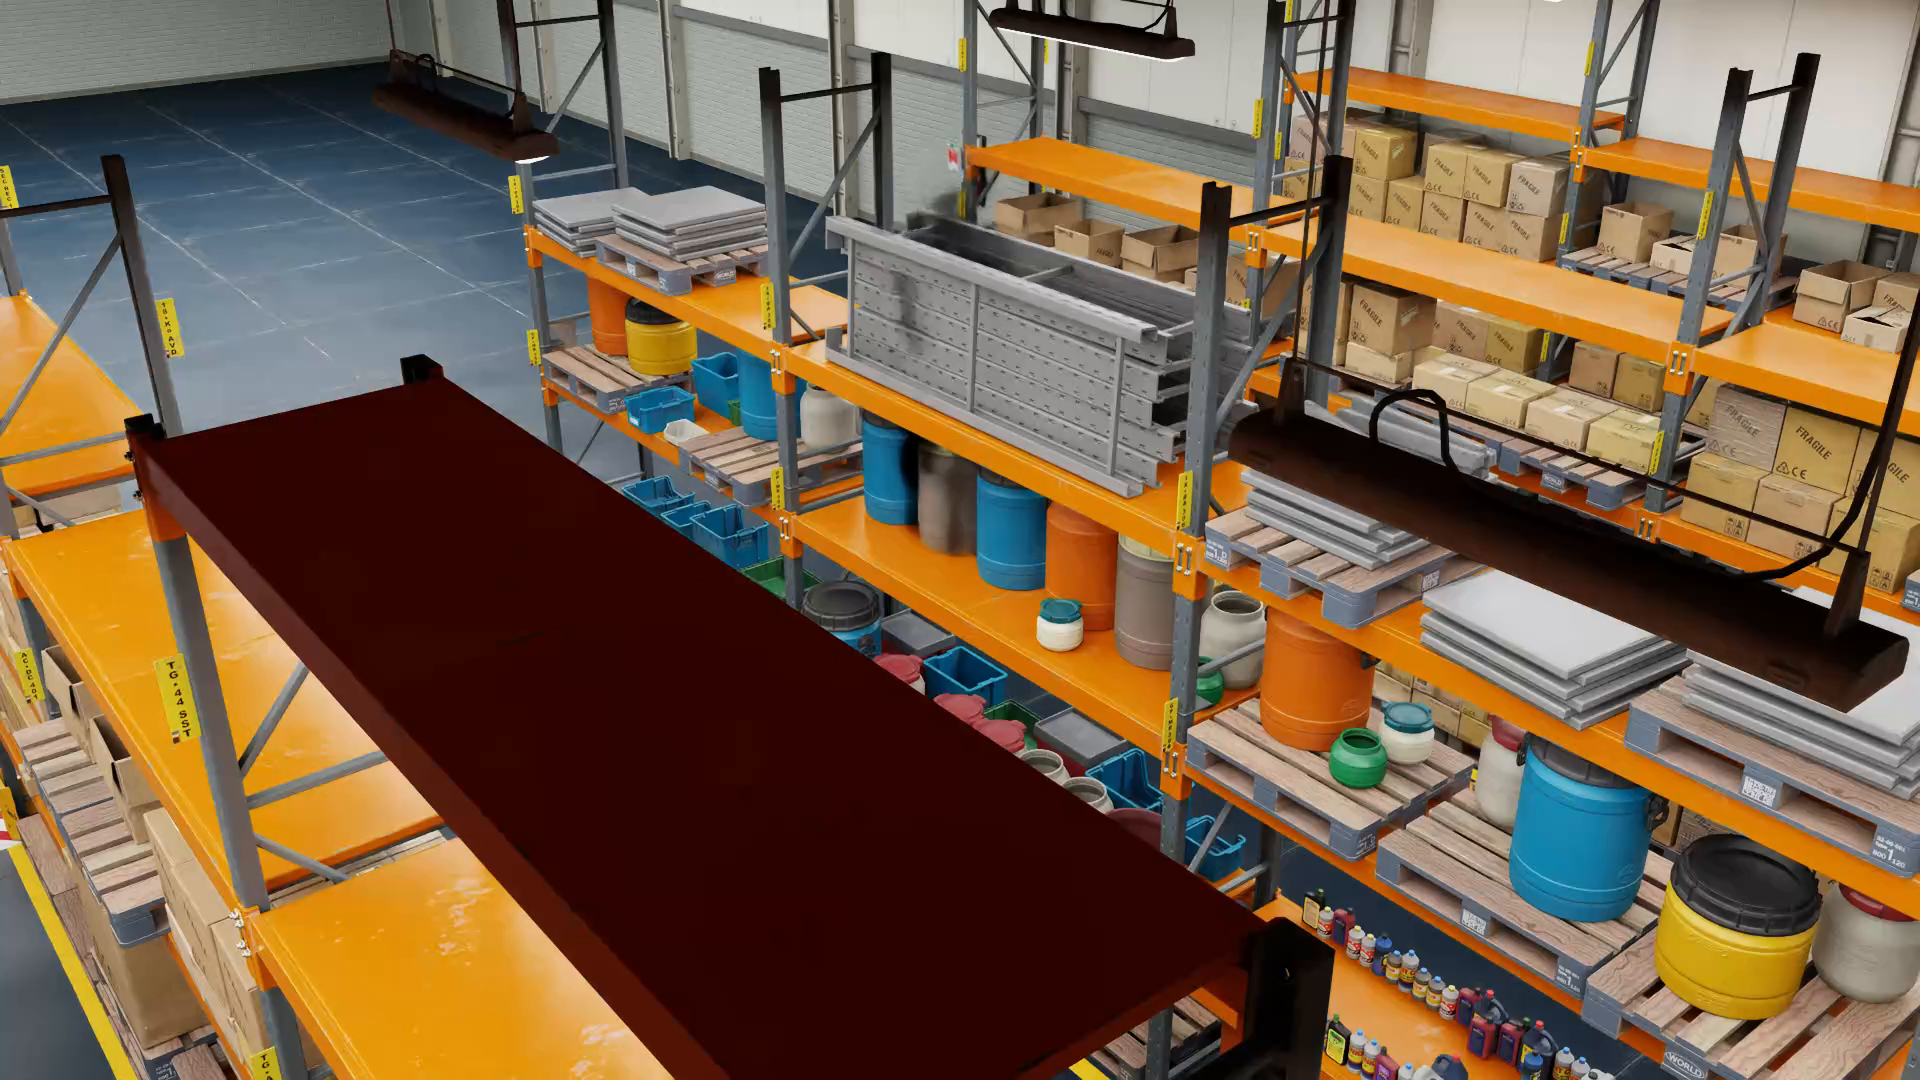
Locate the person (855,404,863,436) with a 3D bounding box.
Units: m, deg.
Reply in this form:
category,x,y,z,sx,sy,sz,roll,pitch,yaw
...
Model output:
category,x,y,z,sx,sy,sz,roll,pitch,yaw
person,-1.384,-1.676,19.935,0.924,1.571,0.597,-5,26,-10
